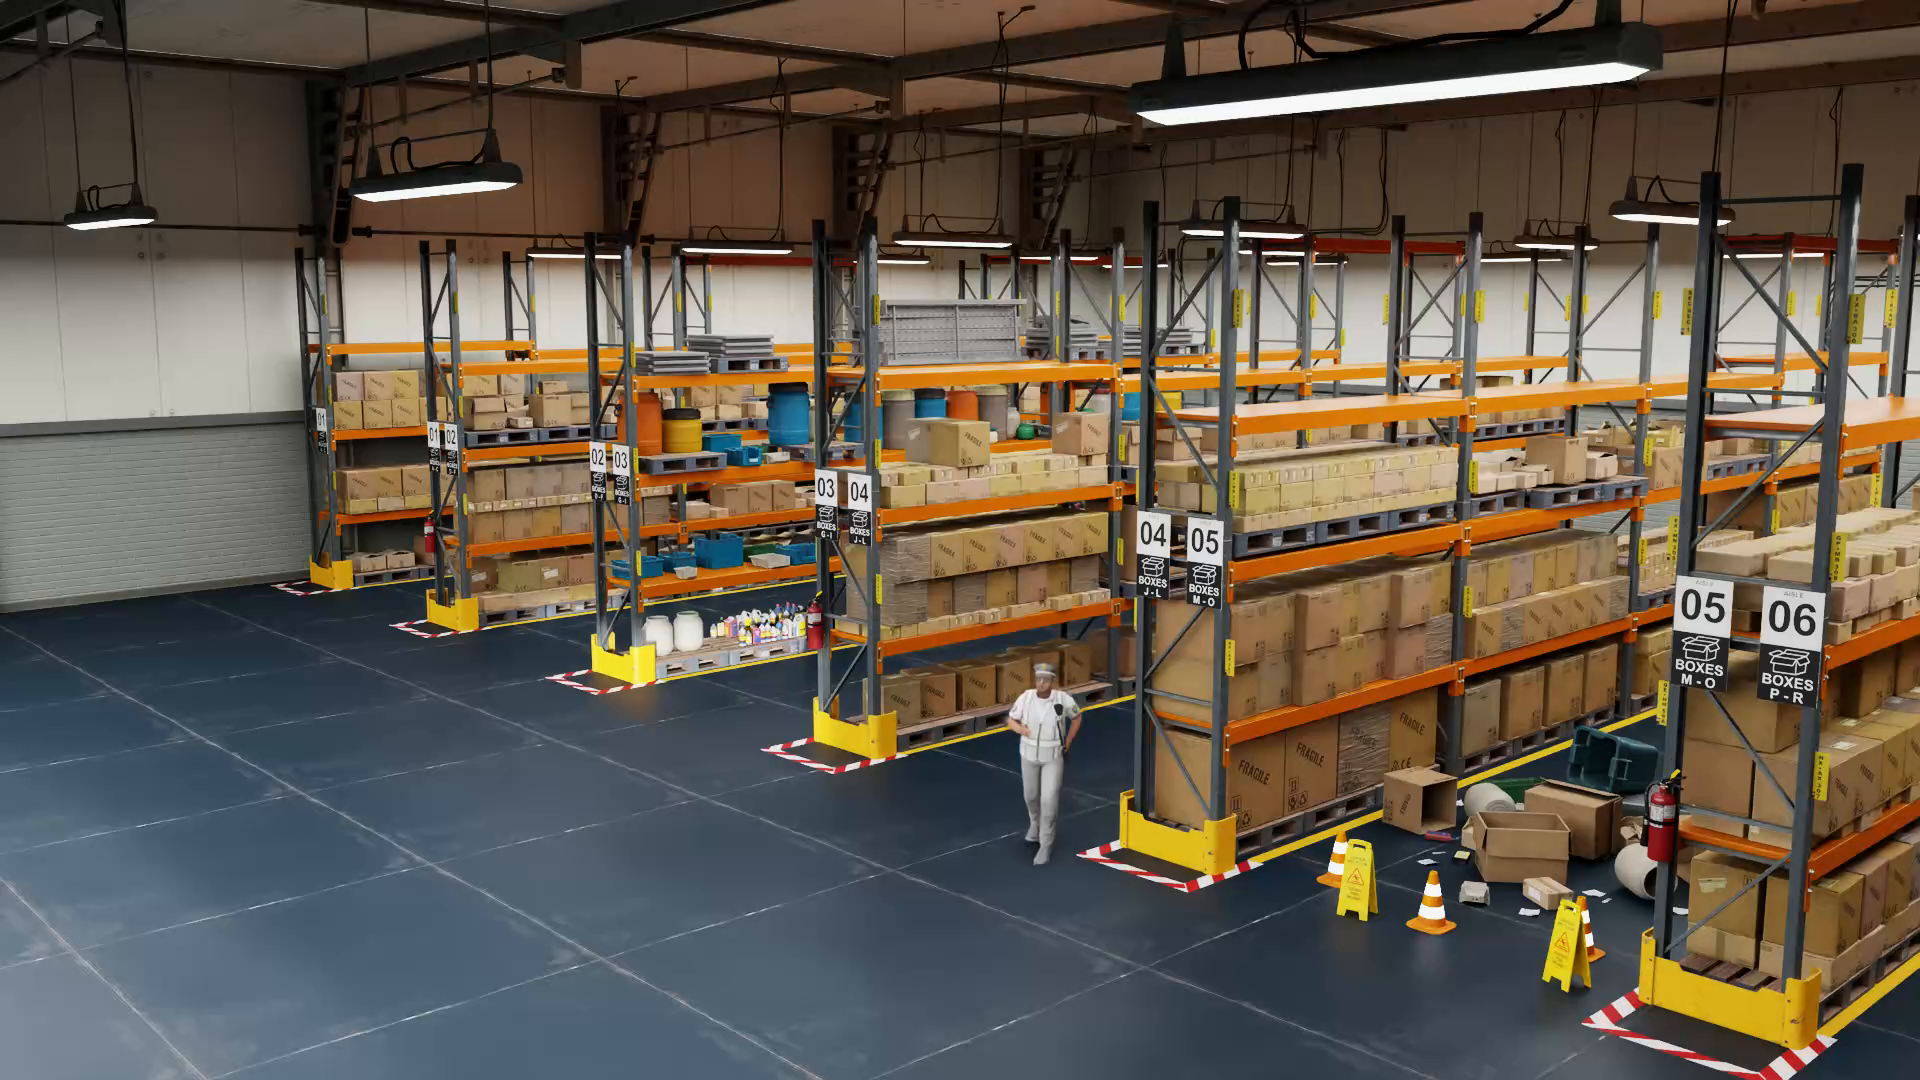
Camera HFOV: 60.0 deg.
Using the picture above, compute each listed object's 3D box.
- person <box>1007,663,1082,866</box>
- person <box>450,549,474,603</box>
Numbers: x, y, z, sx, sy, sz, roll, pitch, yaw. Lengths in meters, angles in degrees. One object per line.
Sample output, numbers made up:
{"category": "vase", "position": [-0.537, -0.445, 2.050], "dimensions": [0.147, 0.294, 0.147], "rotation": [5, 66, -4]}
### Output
{"category": "person", "position": [0.757, 2.035, 15.455], "dimensions": [0.661, 1.847, 0.776], "rotation": [3, 9, 18]}
{"category": "person", "position": [-8.307, 0.246, 28.201], "dimensions": [0.558, 1.588, 0.855], "rotation": [7, 11, 38]}
